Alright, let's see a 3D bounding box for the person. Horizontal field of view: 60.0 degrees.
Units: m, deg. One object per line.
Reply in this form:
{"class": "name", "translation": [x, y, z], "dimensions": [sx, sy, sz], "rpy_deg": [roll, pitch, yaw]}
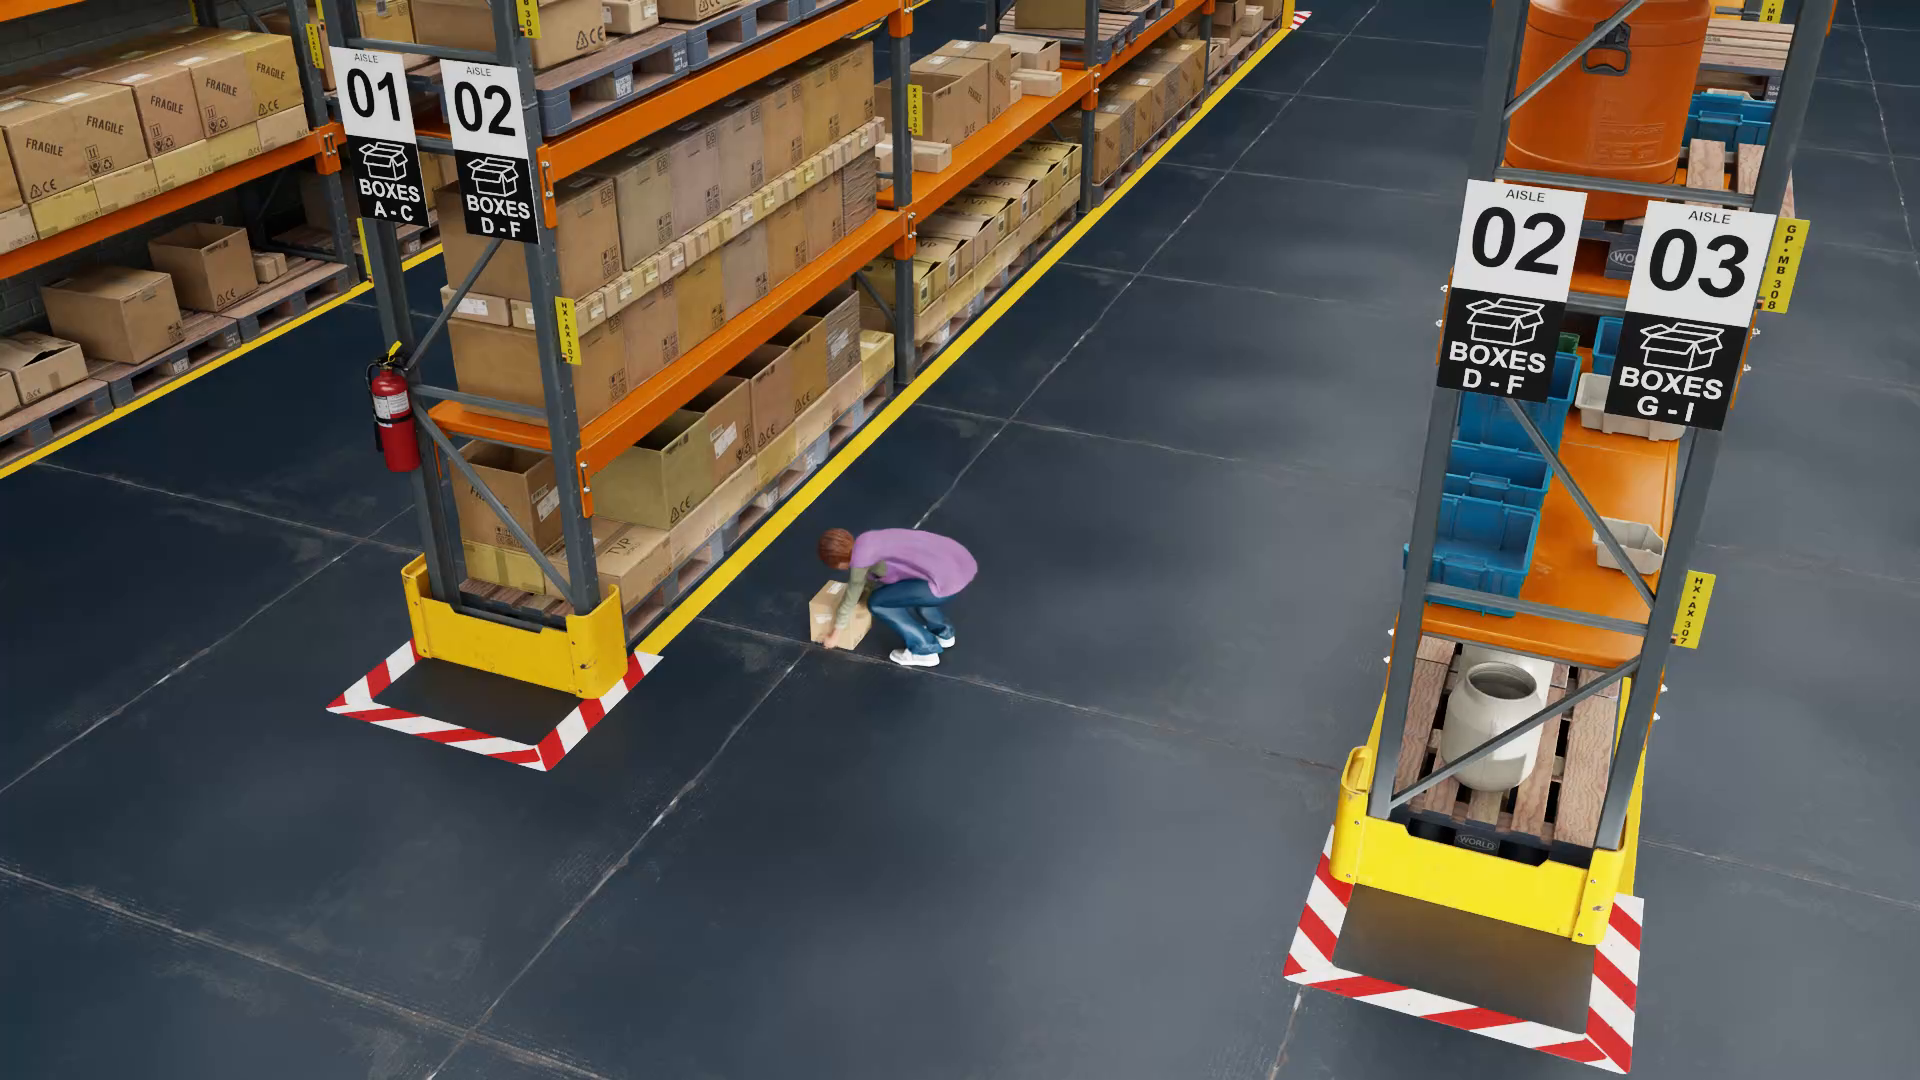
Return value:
{"class": "person", "translation": [-0.340, 0.279, 8.822], "dimensions": [0.873, 0.737, 0.422], "rpy_deg": [11, 32, 18]}
